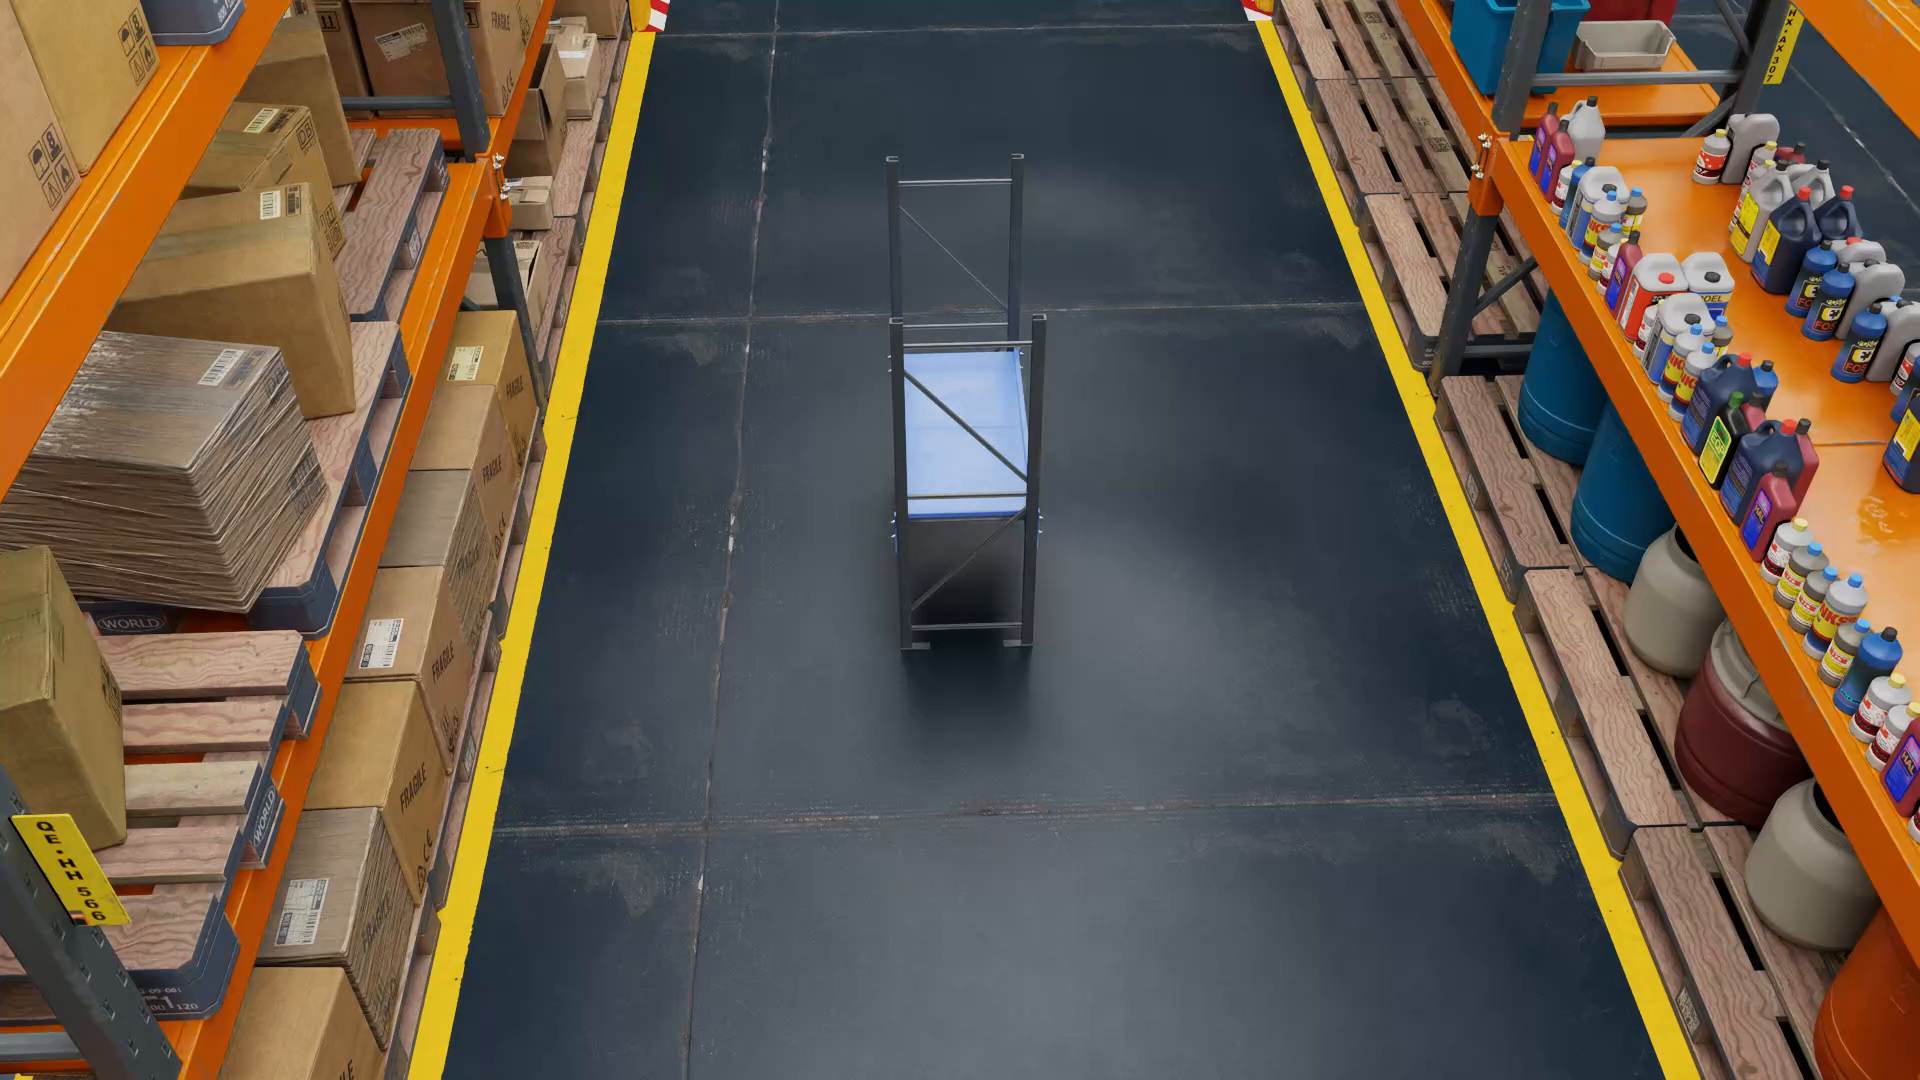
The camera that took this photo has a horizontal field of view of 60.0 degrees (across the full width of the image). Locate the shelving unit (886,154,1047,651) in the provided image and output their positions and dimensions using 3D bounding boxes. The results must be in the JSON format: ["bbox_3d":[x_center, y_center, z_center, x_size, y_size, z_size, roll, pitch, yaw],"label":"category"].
[{"bbox_3d":[0.004,-0.495,6.180,0.538,1.500,1.048,-2,43,-2],"label":"shelving unit"}]

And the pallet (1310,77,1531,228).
[{"bbox_3d":[2.492,-2.086,8.869,1.003,0.211,1.213,-2,43,-2],"label":"pallet"}]

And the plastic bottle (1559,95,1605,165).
[{"bbox_3d":[2.309,-1.501,6.204,0.144,0.351,0.185,-2,43,-2],"label":"plastic bottle"}]

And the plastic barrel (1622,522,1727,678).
[{"bbox_3d":[2.587,0.199,5.844,0.421,0.512,0.421,0,43,0],"label":"plastic barrel"}]

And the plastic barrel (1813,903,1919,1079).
[{"bbox_3d":[2.749,1.223,4.491,0.600,0.830,0.708,-2,43,-2],"label":"plastic barrel"}]

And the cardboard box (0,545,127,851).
[{"bbox_3d":[-2.302,0.433,3.672,0.700,0.500,0.500,-15,45,-16],"label":"cardboard box"}]

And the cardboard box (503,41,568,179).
[{"bbox_3d":[-2.417,-2.163,8.412,0.797,0.503,0.637,-2,43,-2],"label":"cardboard box"}]

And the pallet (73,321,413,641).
[{"bbox_3d":[-2.250,-0.195,4.885,1.003,0.211,1.213,-2,43,-2],"label":"pallet"}]

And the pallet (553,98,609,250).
[{"bbox_3d":[-2.415,-1.915,8.683,1.003,0.211,1.213,-2,43,-2],"label":"pallet"}]

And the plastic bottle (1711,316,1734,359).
[{"bbox_3d":[2.429,-0.631,5.365,0.097,0.201,0.097,0,43,0],"label":"plastic bottle"}]

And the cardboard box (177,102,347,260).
[{"bbox_3d":[-2.443,-1.056,5.298,0.700,0.500,0.500,5,43,5],"label":"cardboard box"}]

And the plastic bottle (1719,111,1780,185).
[{"bbox_3d":[2.956,-1.490,6.248,0.152,0.276,0.135,-2,43,-2],"label":"plastic bottle"}]

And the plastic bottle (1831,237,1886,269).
[{"bbox_3d":[2.993,-0.903,5.607,0.152,0.276,0.135,-2,43,-2],"label":"plastic bottle"}]

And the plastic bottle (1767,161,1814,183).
[{"bbox_3d":[2.972,-1.244,5.979,0.152,0.276,0.135,-2,43,-2],"label":"plastic bottle"}]

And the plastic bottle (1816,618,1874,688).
[{"bbox_3d":[2.334,0.288,4.362,0.097,0.201,0.097,0,43,0],"label":"plastic bottle"}]

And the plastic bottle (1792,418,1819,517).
[{"bbox_3d":[2.431,-0.211,4.847,0.061,0.283,0.133,-2,43,-2],"label":"plastic bottle"}]

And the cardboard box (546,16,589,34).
[{"bbox_3d":[-2.306,-2.835,9.395,0.380,0.166,0.250,-2,43,-2],"label":"cardboard box"}]

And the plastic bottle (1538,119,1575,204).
[{"bbox_3d":[2.212,-1.400,6.144,0.061,0.283,0.133,-2,43,-2],"label":"plastic bottle"}]

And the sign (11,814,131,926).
[{"bbox_3d":[-1.608,0.602,3.016,0.100,0.325,0.005,-2,43,-2],"label":"sign"}]

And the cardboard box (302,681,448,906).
[{"bbox_3d":[-1.940,0.799,5.183,0.500,0.500,0.500,-2,43,-2],"label":"cardboard box"}]

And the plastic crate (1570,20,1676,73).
[{"bbox_3d":[2.740,-2.036,6.902,0.396,0.136,0.243,-2,43,-2],"label":"plastic crate"}]

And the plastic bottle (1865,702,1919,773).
[{"bbox_3d":[2.347,0.486,4.147,0.097,0.201,0.097,0,43,0],"label":"plastic bottle"}]

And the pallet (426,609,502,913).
[{"bbox_3d":[-2.205,0.748,5.778,1.003,0.211,1.213,-2,43,-2],"label":"pallet"}]

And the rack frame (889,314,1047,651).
[{"bbox_3d":[0.025,-0.152,5.806,0.500,1.500,0.032,-2,43,-2],"label":"rack frame"}]

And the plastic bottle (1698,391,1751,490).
[{"bbox_3d":[2.281,-0.297,4.940,0.061,0.283,0.133,-2,43,-2],"label":"plastic bottle"}]

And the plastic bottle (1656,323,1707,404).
[{"bbox_3d":[2.282,-0.561,5.238,0.097,0.271,0.097,0,43,0],"label":"plastic bottle"}]

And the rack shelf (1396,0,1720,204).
[{"bbox_3d":[2.532,-2.878,8.202,1.077,0.370,4.000,-2,43,-2],"label":"rack shelf"}]

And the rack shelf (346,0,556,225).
[{"bbox_3d":[-2.417,-2.738,8.050,1.077,0.370,4.000,-2,43,-2],"label":"rack shelf"}]

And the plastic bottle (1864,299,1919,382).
[{"bbox_3d":[3.009,-0.656,5.338,0.152,0.276,0.135,-2,43,-2],"label":"plastic bottle"}]

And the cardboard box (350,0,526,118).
[{"bbox_3d":[-2.082,-2.042,6.684,0.500,0.500,0.500,-1,43,-1],"label":"cardboard box"}]

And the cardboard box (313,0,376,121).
[{"bbox_3d":[-2.610,-2.020,6.660,0.500,0.500,0.500,-1,43,-1],"label":"cardboard box"}]

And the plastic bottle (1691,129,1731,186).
[{"bbox_3d":[2.832,-1.447,6.256,0.097,0.201,0.097,0,43,0],"label":"plastic bottle"}]

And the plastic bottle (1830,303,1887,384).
[{"bbox_3d":[2.885,-0.638,5.321,0.097,0.271,0.097,0,43,0],"label":"plastic bottle"}]

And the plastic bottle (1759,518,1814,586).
[{"bbox_3d":[2.318,0.026,4.649,0.097,0.201,0.097,0,43,0],"label":"plastic bottle"}]

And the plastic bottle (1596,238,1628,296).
[{"bbox_3d":[2.257,-0.939,5.701,0.097,0.201,0.097,0,43,0],"label":"plastic bottle"}]

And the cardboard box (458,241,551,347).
[{"bbox_3d":[-2.134,-1.114,7.410,0.500,0.311,0.500,-2,43,-2],"label":"cardboard box"}]

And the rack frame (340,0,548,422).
[{"bbox_3d":[-2.332,-1.653,6.334,1.000,3.000,0.127,-2,43,-2],"label":"rack frame"}]

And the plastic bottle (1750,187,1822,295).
[{"bbox_3d":[2.846,-1.035,5.695,0.144,0.351,0.185,-2,43,-2],"label":"plastic bottle"}]

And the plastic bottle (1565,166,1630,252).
[{"bbox_3d":[2.271,-1.177,5.906,0.152,0.276,0.135,-2,43,-2],"label":"plastic bottle"}]

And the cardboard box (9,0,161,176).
[{"bbox_3d":[-2.258,-1.085,3.419,0.910,0.500,0.500,-2,43,-2],"label":"cardboard box"}]

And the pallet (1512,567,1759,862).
[{"bbox_3d":[2.663,0.583,5.958,1.003,0.211,1.213,-2,43,-2],"label":"pallet"}]

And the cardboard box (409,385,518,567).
[{"bbox_3d":[-2.013,-0.235,6.311,0.500,0.500,0.500,-2,43,-2],"label":"cardboard box"}]
